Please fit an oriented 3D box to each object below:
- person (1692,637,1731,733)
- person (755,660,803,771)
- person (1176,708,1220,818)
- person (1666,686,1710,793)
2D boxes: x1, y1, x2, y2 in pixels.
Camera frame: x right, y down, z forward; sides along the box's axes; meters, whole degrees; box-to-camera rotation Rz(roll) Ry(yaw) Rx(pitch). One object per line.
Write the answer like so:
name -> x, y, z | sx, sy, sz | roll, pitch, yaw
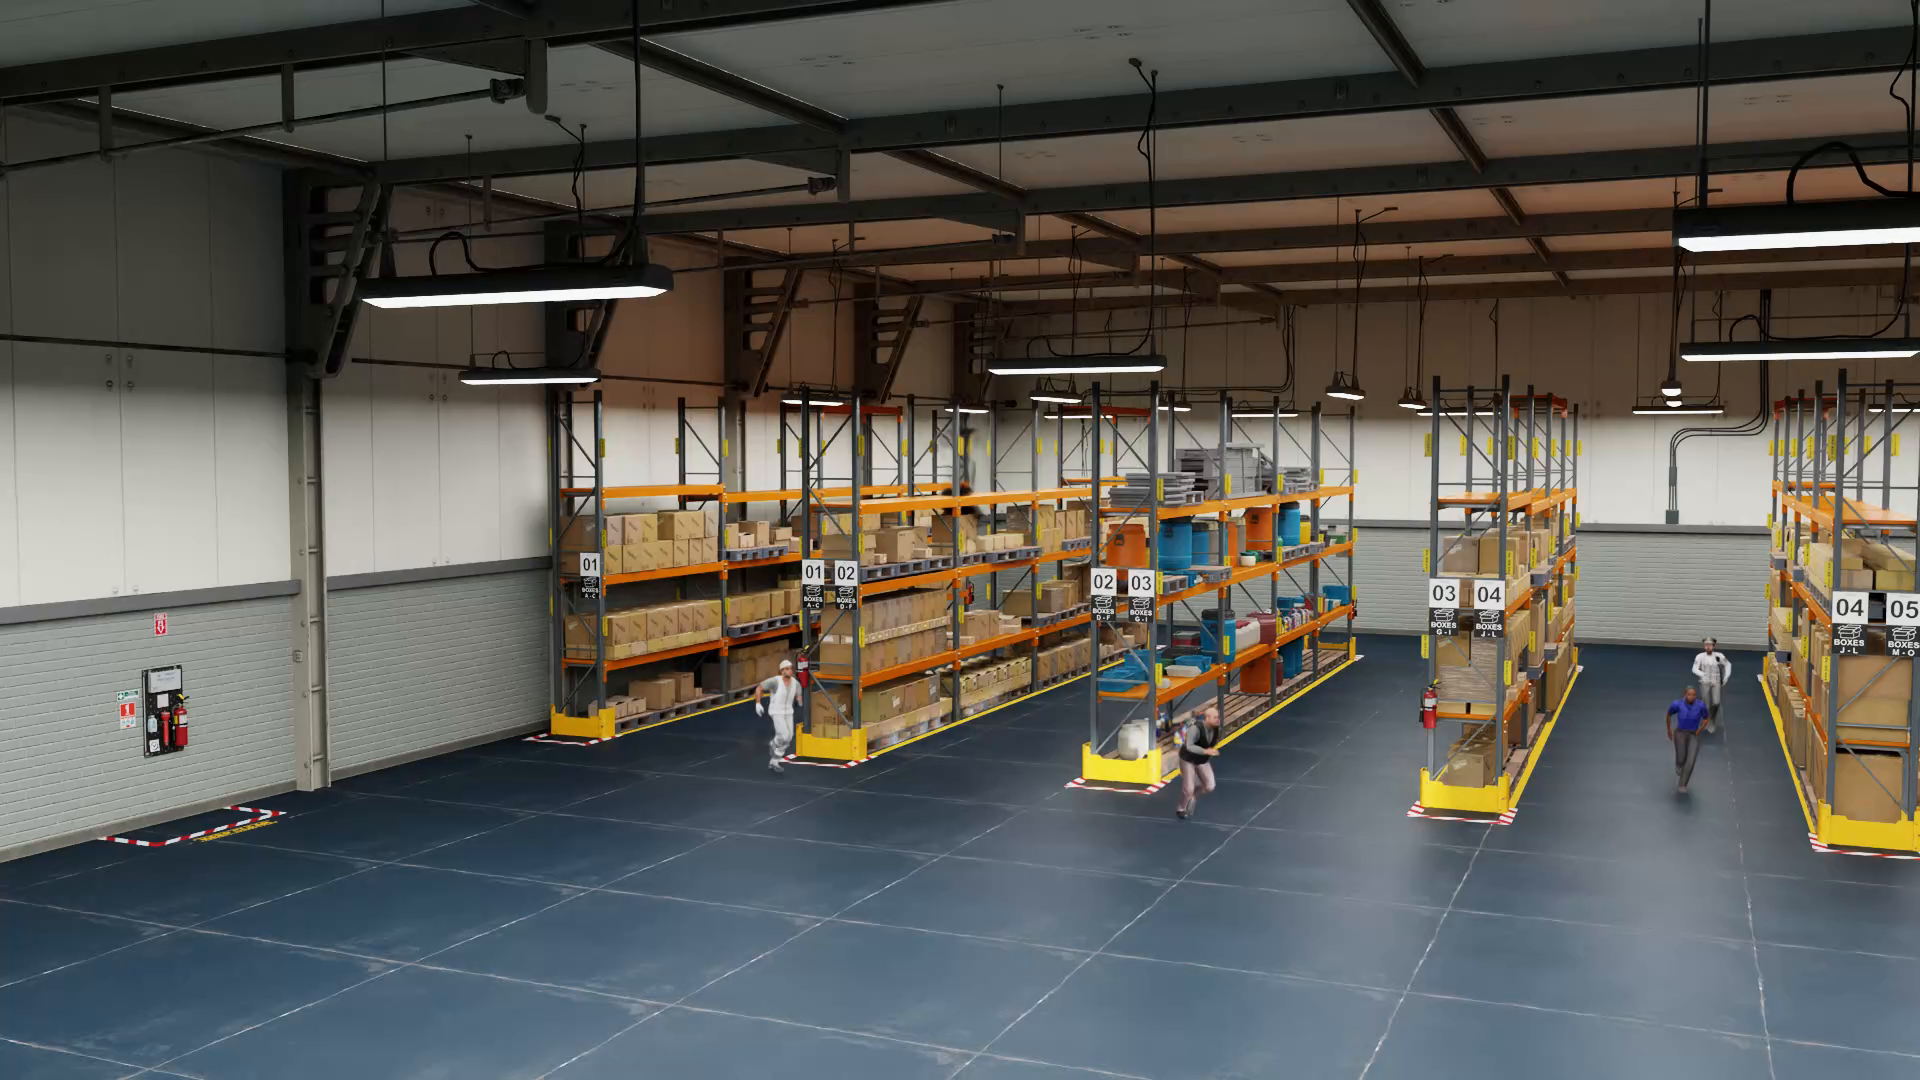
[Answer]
person -> 13.262, 2.553, 29.359 | 0.621, 1.690, 0.672 | 1, 3, 25
person -> -2.725, 2.719, 25.683 | 0.710, 1.727, 0.648 | -2, 4, -38
person -> 3.248, 2.986, 22.295 | 0.681, 1.552, 0.886 | -2, 4, -34
person -> 10.625, 2.893, 24.313 | 0.568, 1.600, 0.753 | 1, 3, 12
